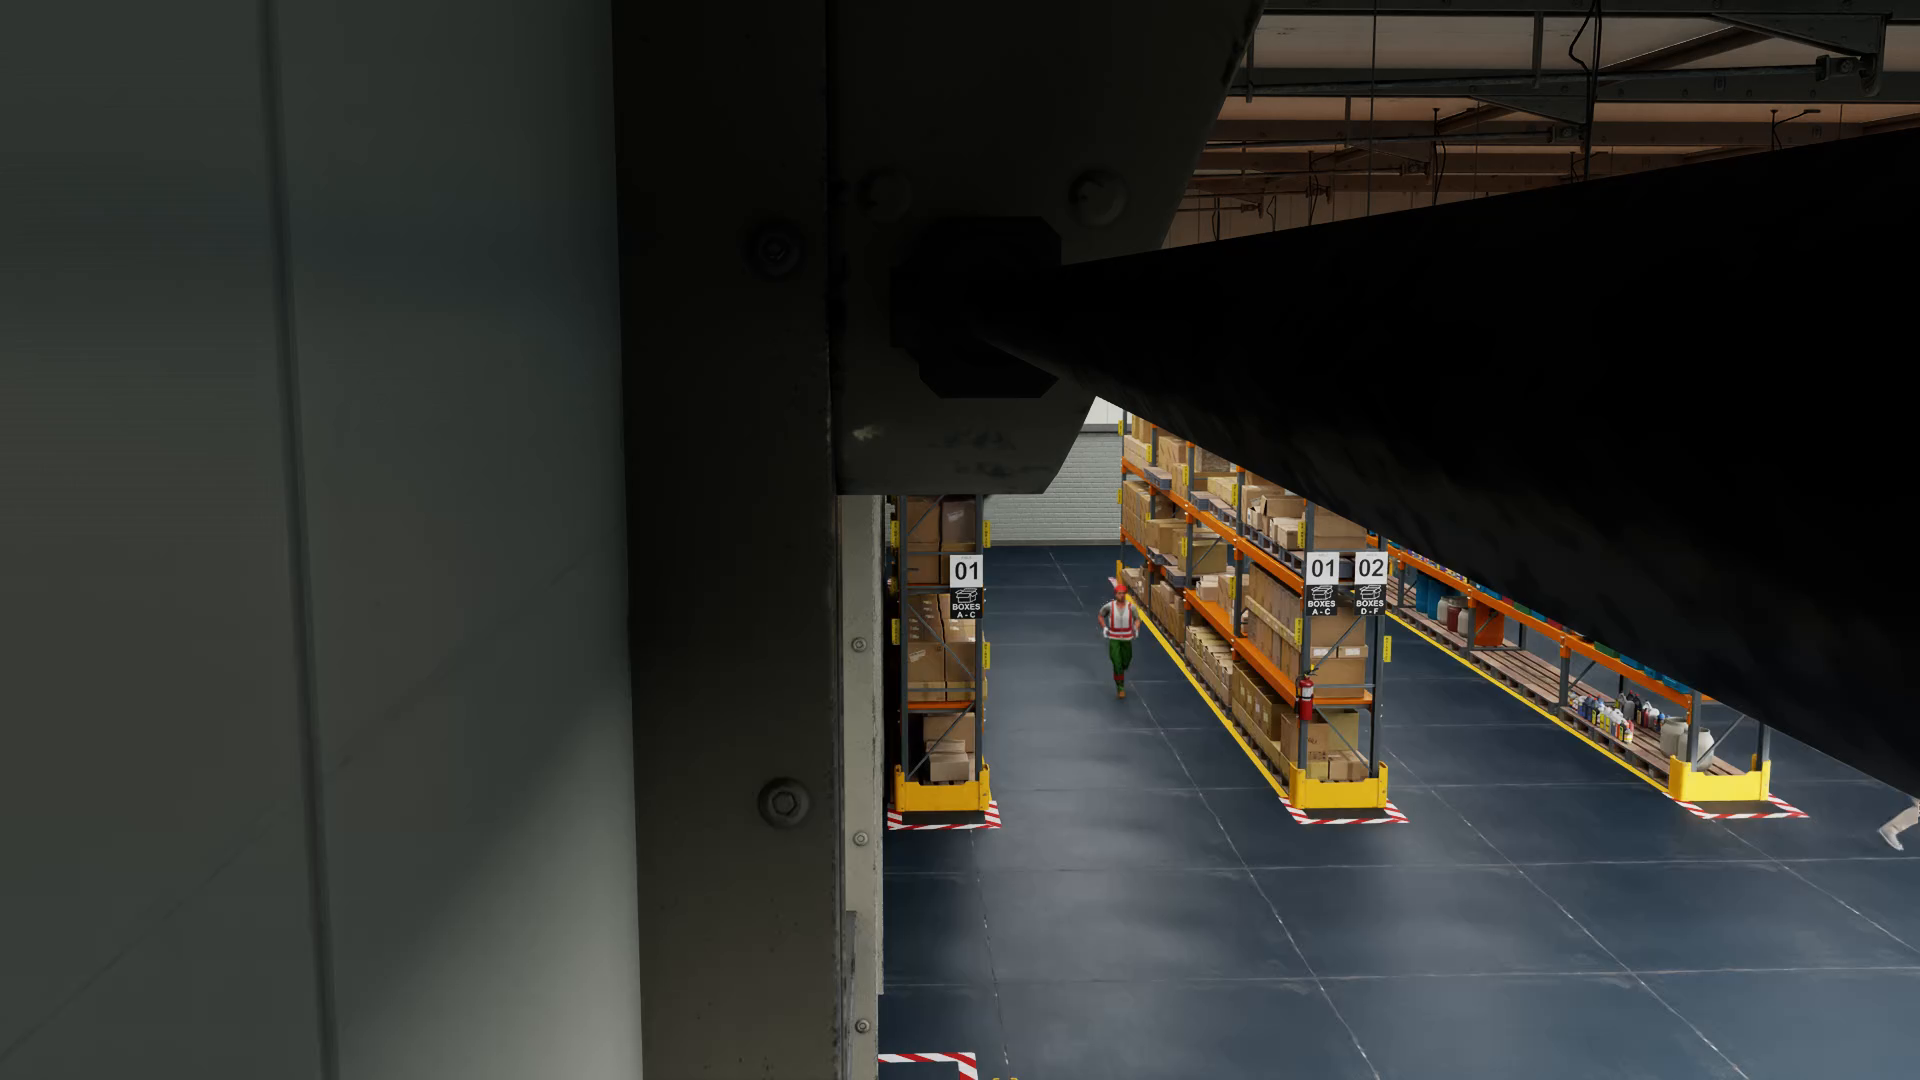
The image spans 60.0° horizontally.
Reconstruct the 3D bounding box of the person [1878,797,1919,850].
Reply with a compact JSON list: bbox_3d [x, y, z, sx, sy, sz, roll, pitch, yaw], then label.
[{"bbox_3d":[11.057,2.732,19.004,0.757,1.736,0.905,8,12,44],"label":"person"}]

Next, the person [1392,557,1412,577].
[{"bbox_3d":[9.945,0.008,37.415,0.650,1.717,0.675,4,9,25],"label":"person"}]

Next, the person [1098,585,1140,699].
[{"bbox_3d":[2.530,1.578,26.460,0.649,1.774,0.845,0,8,-3],"label":"person"}]
